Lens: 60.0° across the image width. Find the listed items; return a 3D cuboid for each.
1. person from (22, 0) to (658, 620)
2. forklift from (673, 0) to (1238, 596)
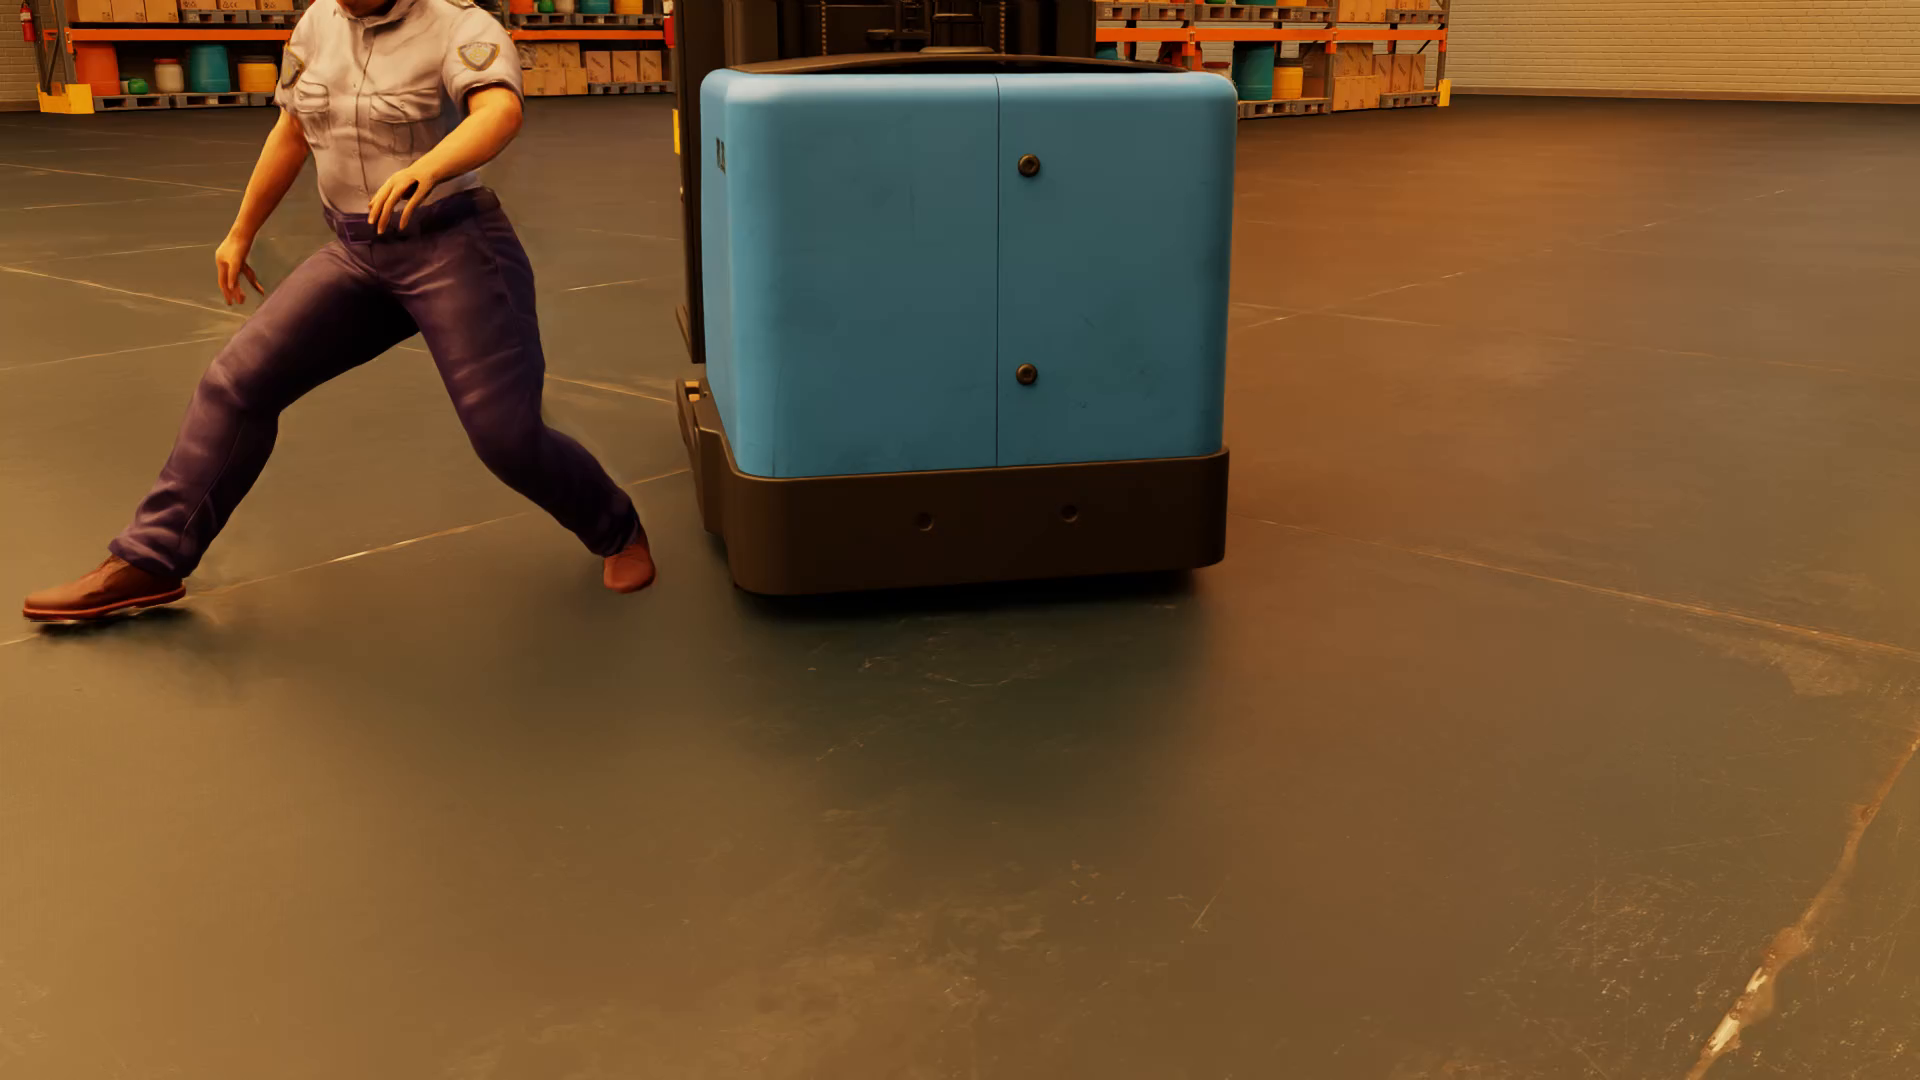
[{"bbox_3d":[-1.242,-0.554,3.348,1.010,1.454,0.947,7,18,22],"label":"person"},{"bbox_3d":[-0.239,-1.678,4.422,1.130,2.935,3.031,-4,17,-12],"label":"forklift"}]
